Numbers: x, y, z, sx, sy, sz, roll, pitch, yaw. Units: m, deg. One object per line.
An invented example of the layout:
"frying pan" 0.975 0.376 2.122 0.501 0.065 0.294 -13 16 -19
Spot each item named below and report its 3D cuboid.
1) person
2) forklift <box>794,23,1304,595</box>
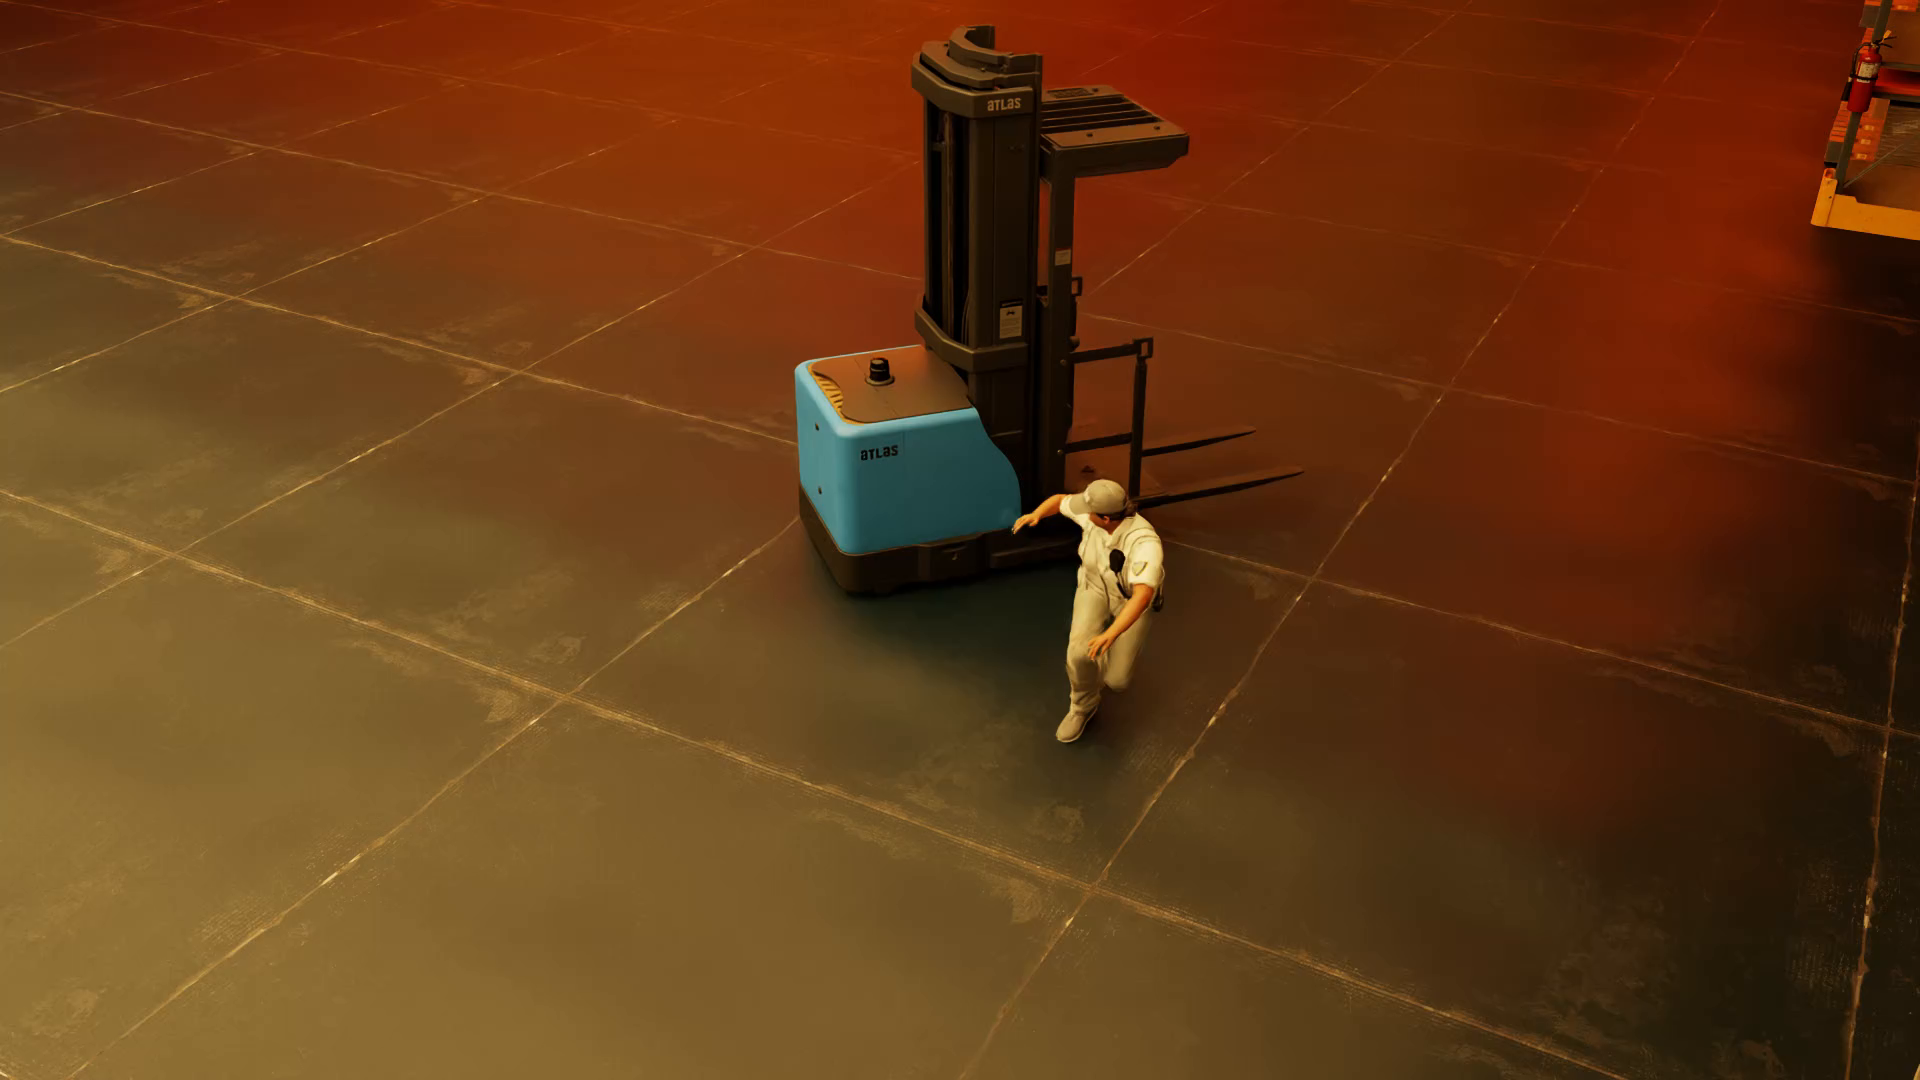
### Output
"person" 0.600 0.347 8.030 0.738 1.401 1.027 12 32 19
"forklift" 0.599 -1.403 9.502 3.031 2.935 1.130 -10 32 -17
